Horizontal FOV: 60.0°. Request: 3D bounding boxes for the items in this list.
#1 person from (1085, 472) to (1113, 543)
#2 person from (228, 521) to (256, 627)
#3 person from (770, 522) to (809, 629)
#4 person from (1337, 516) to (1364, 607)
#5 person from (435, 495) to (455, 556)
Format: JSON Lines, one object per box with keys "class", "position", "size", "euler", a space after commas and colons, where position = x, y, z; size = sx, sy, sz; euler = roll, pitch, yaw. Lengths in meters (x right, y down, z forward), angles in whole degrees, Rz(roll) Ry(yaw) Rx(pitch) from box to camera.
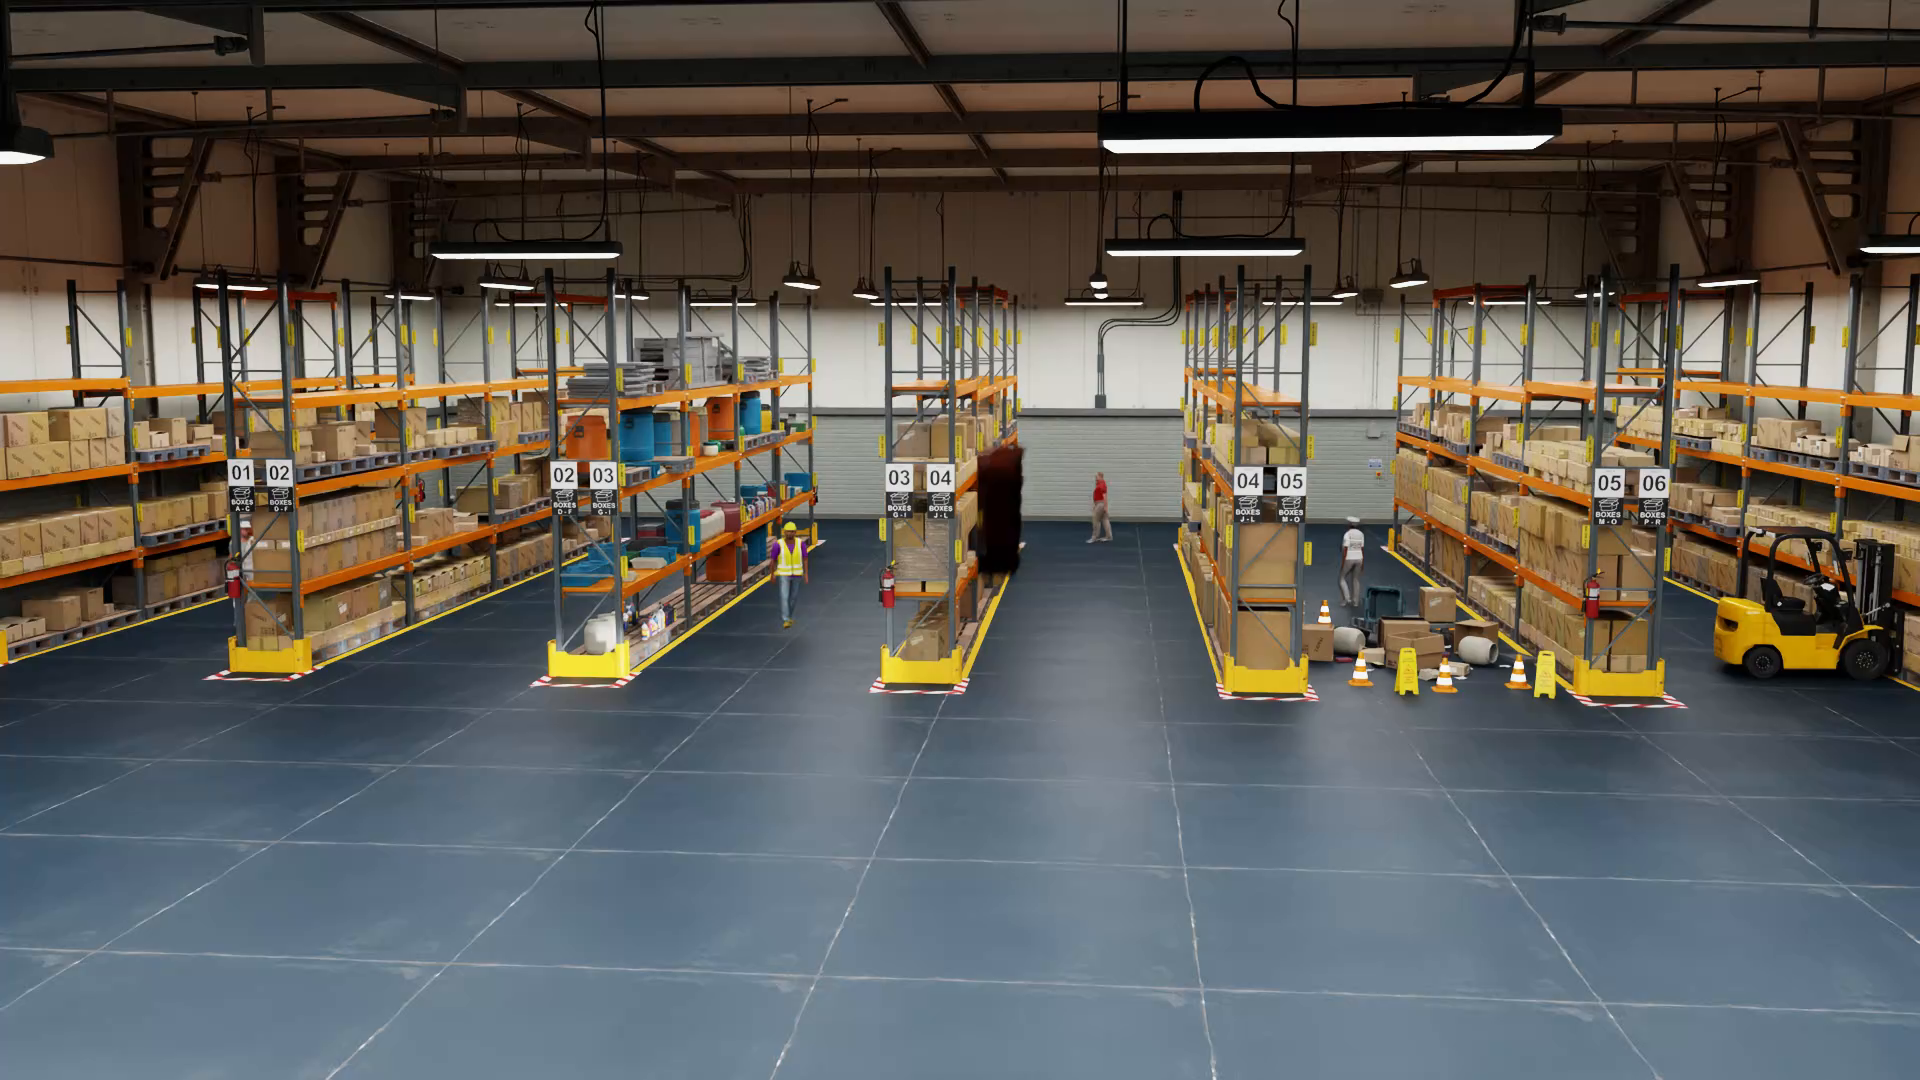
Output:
{"class": "person", "position": [3.431, -0.808, 40.888], "size": [0.670, 1.742, 0.557], "euler": [1, 7, 9]}
{"class": "person", "position": [-12.536, 0.584, 29.189], "size": [0.577, 1.809, 0.689], "euler": [-2, 7, -19]}
{"class": "person", "position": [-2.725, 0.565, 26.892], "size": [0.591, 1.709, 1.037], "euler": [-3, 8, -23]}
{"class": "person", "position": [7.311, 0.422, 31.049], "size": [0.500, 1.718, 0.361], "euler": [-3, 7, -21]}
{"class": "person", "position": [-11.014, -0.115, 35.491], "size": [0.542, 1.647, 0.630], "euler": [1, 7, 7]}
